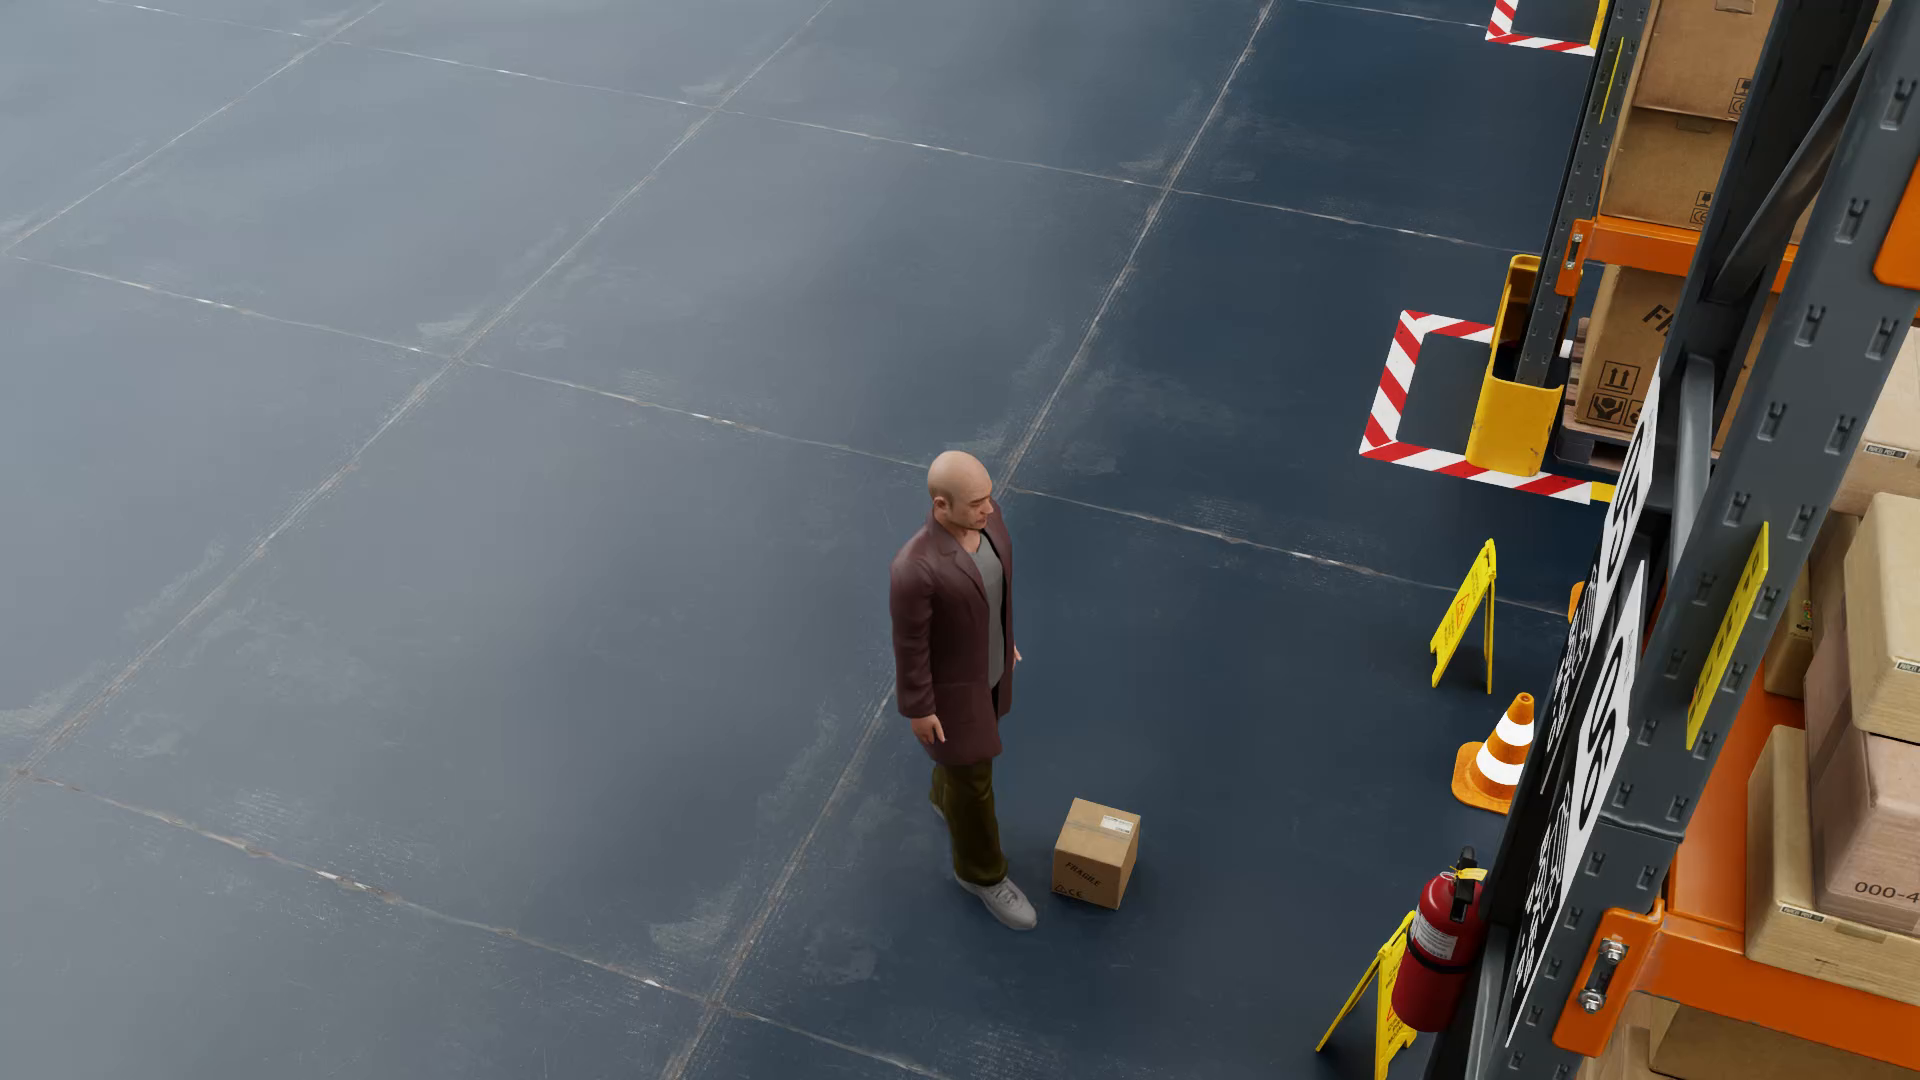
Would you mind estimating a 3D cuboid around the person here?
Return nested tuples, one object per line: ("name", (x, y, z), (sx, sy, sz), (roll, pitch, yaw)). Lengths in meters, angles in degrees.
("person", (0.112, 0.491, 5.599), (0.631, 1.785, 0.591), (22, 46, 24))
